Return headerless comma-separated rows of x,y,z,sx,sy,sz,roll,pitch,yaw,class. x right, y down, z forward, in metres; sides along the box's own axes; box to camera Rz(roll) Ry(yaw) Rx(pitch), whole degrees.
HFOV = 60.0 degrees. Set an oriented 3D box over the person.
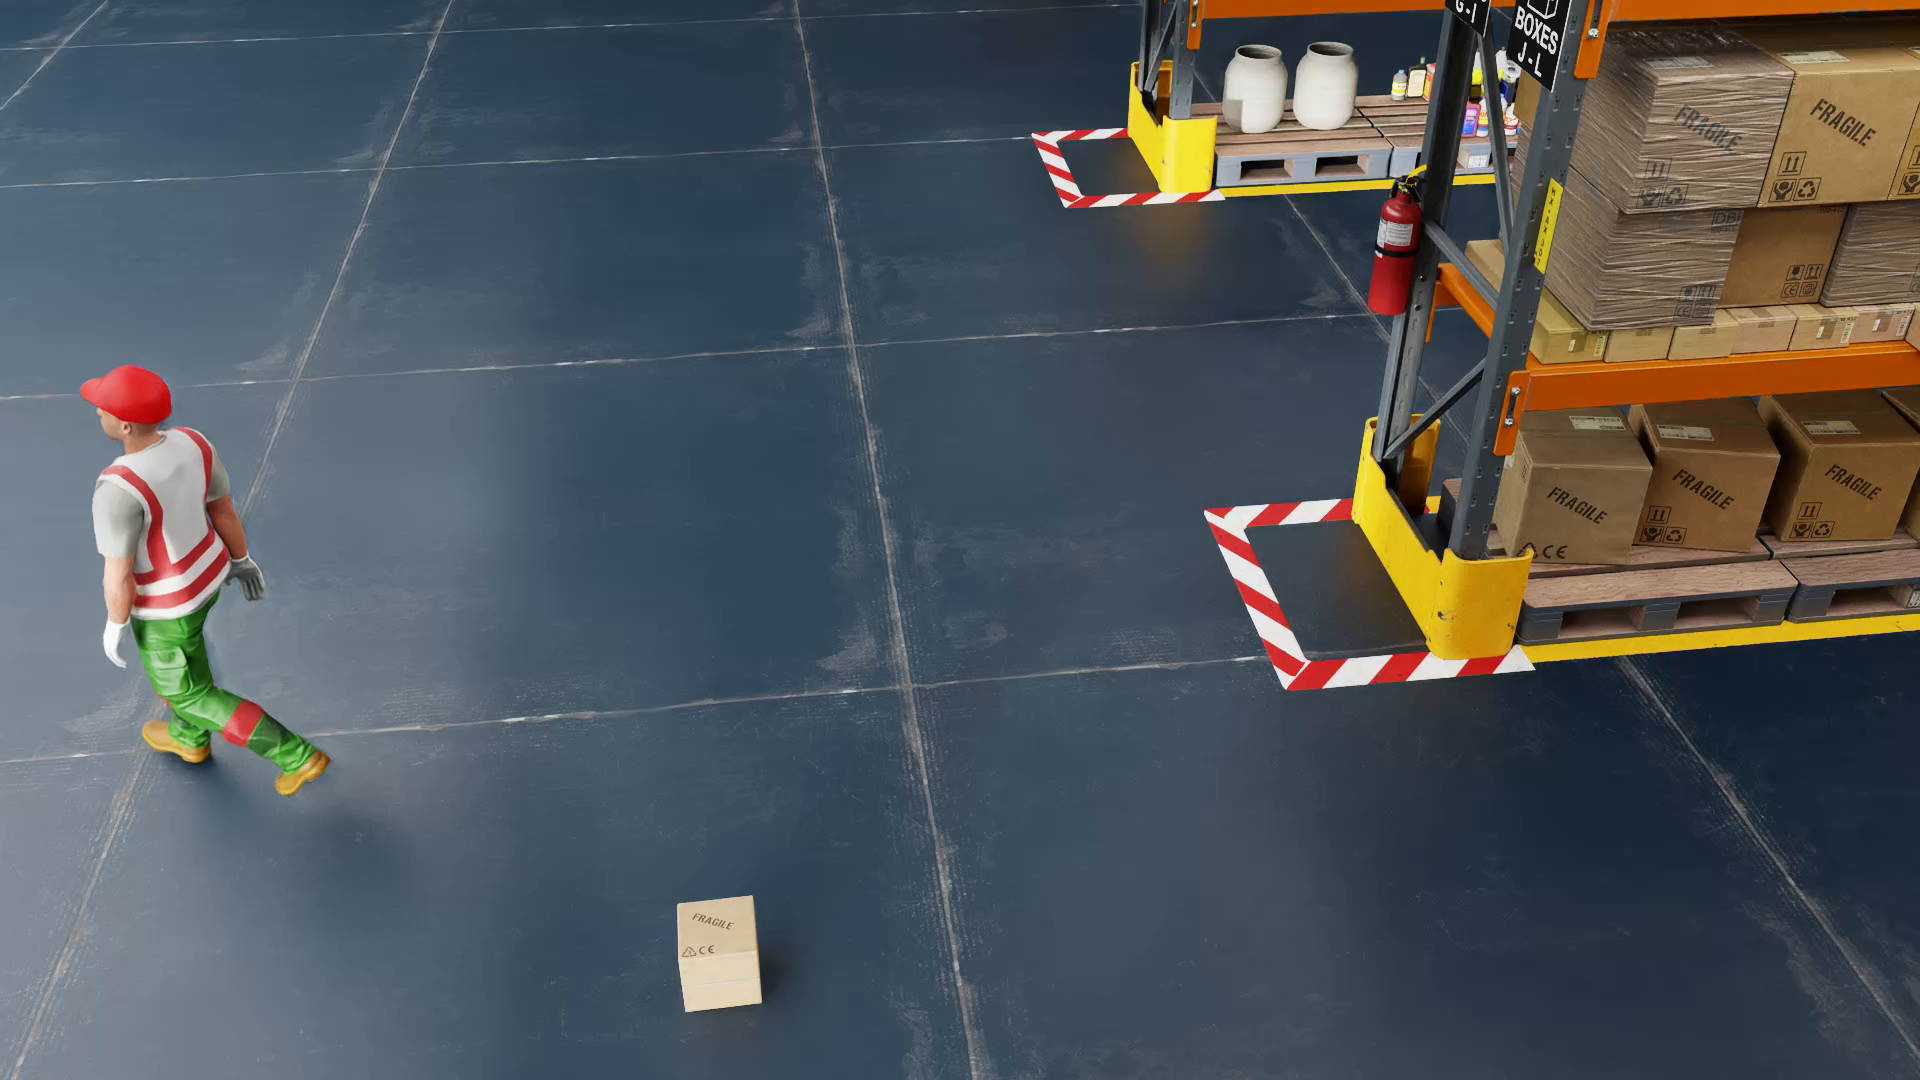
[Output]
-2.741,0.180,5.860,0.957,1.750,0.579,8,35,11,person
